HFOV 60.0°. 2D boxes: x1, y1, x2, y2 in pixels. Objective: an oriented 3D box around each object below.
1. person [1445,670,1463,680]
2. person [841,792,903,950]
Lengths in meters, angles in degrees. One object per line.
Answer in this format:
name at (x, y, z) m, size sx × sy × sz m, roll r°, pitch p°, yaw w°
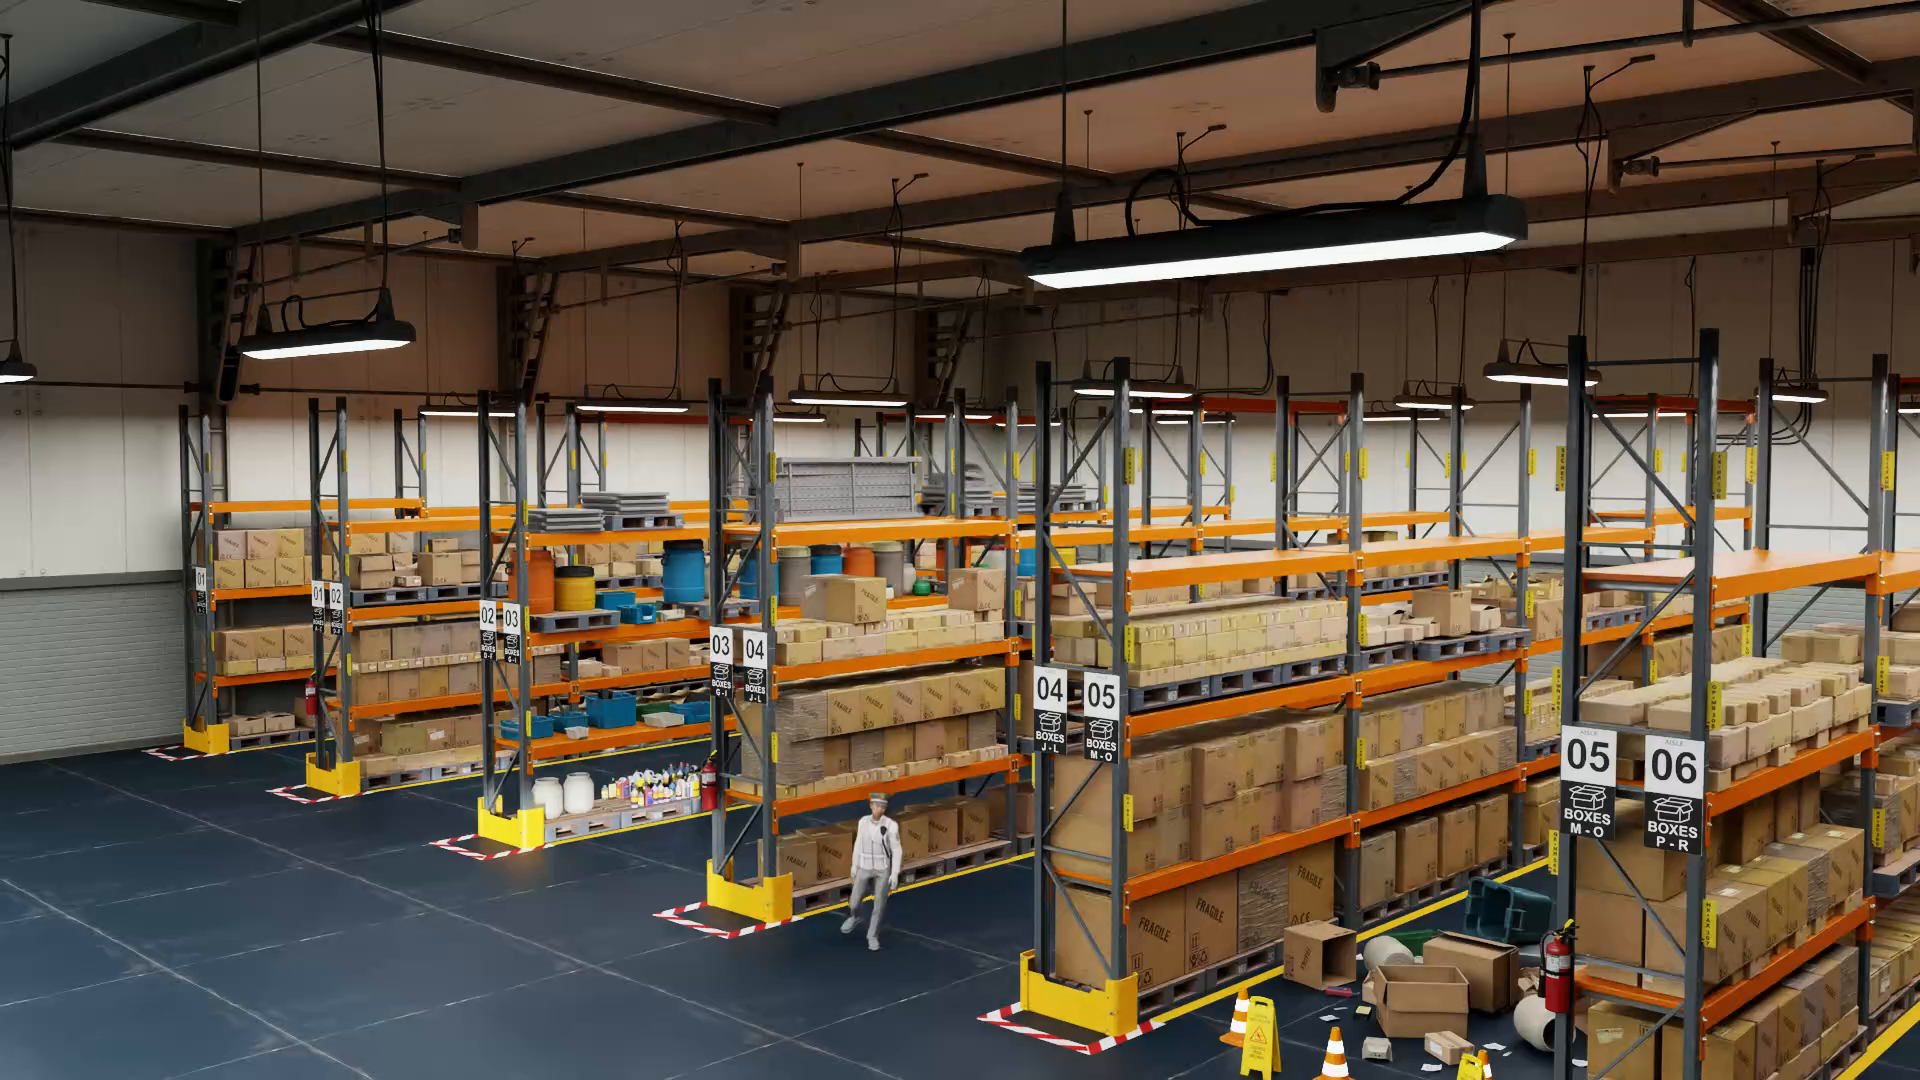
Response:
person at (9.132, 2.664, 31.396) m, size 0.765 × 1.722 × 0.572 m, roll -1°, pitch 3°, yaw -10°
person at (-0.927, 3.424, 17.364) m, size 0.710 × 1.649 × 0.543 m, roll 1°, pitch 3°, yaw 10°
